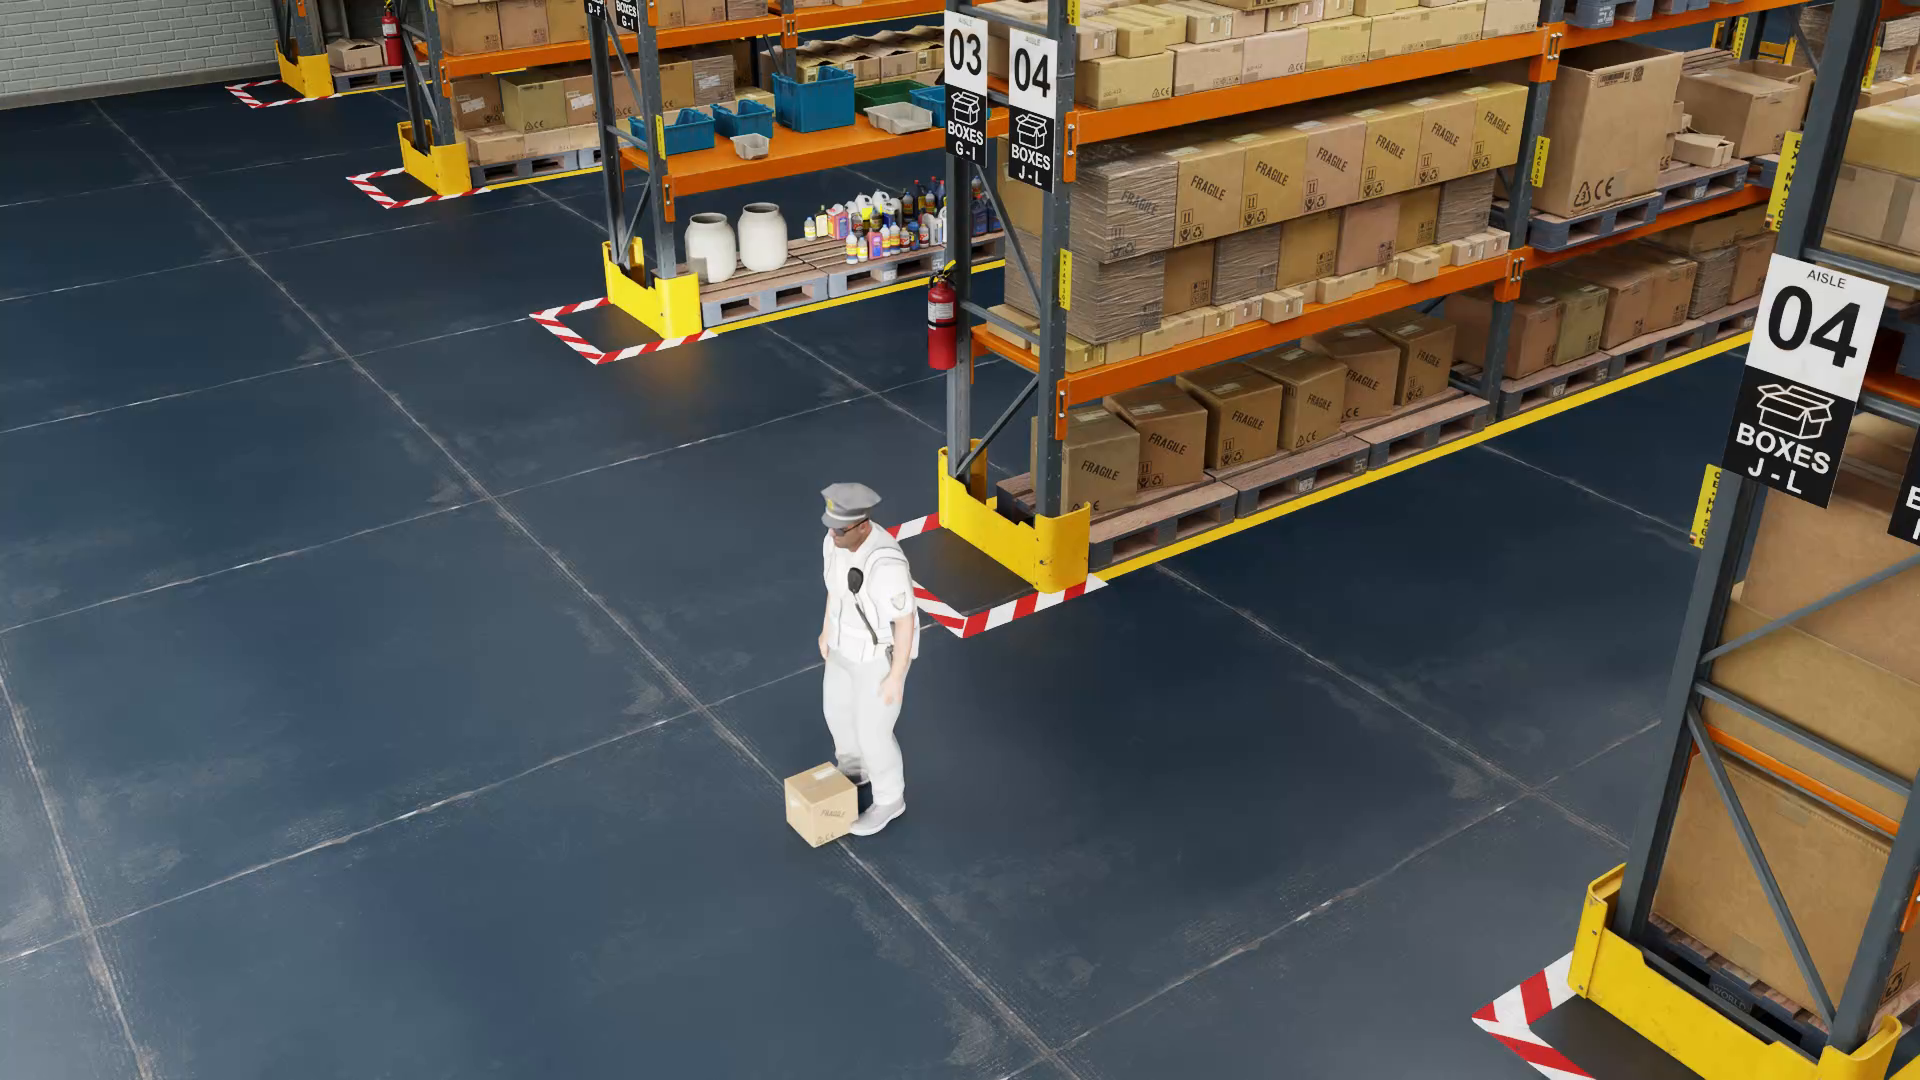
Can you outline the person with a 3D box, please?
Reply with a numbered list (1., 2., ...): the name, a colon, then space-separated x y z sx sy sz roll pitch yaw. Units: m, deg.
1. person: -0.431 0.513 7.668 0.437 1.746 0.594 -21 35 -33
